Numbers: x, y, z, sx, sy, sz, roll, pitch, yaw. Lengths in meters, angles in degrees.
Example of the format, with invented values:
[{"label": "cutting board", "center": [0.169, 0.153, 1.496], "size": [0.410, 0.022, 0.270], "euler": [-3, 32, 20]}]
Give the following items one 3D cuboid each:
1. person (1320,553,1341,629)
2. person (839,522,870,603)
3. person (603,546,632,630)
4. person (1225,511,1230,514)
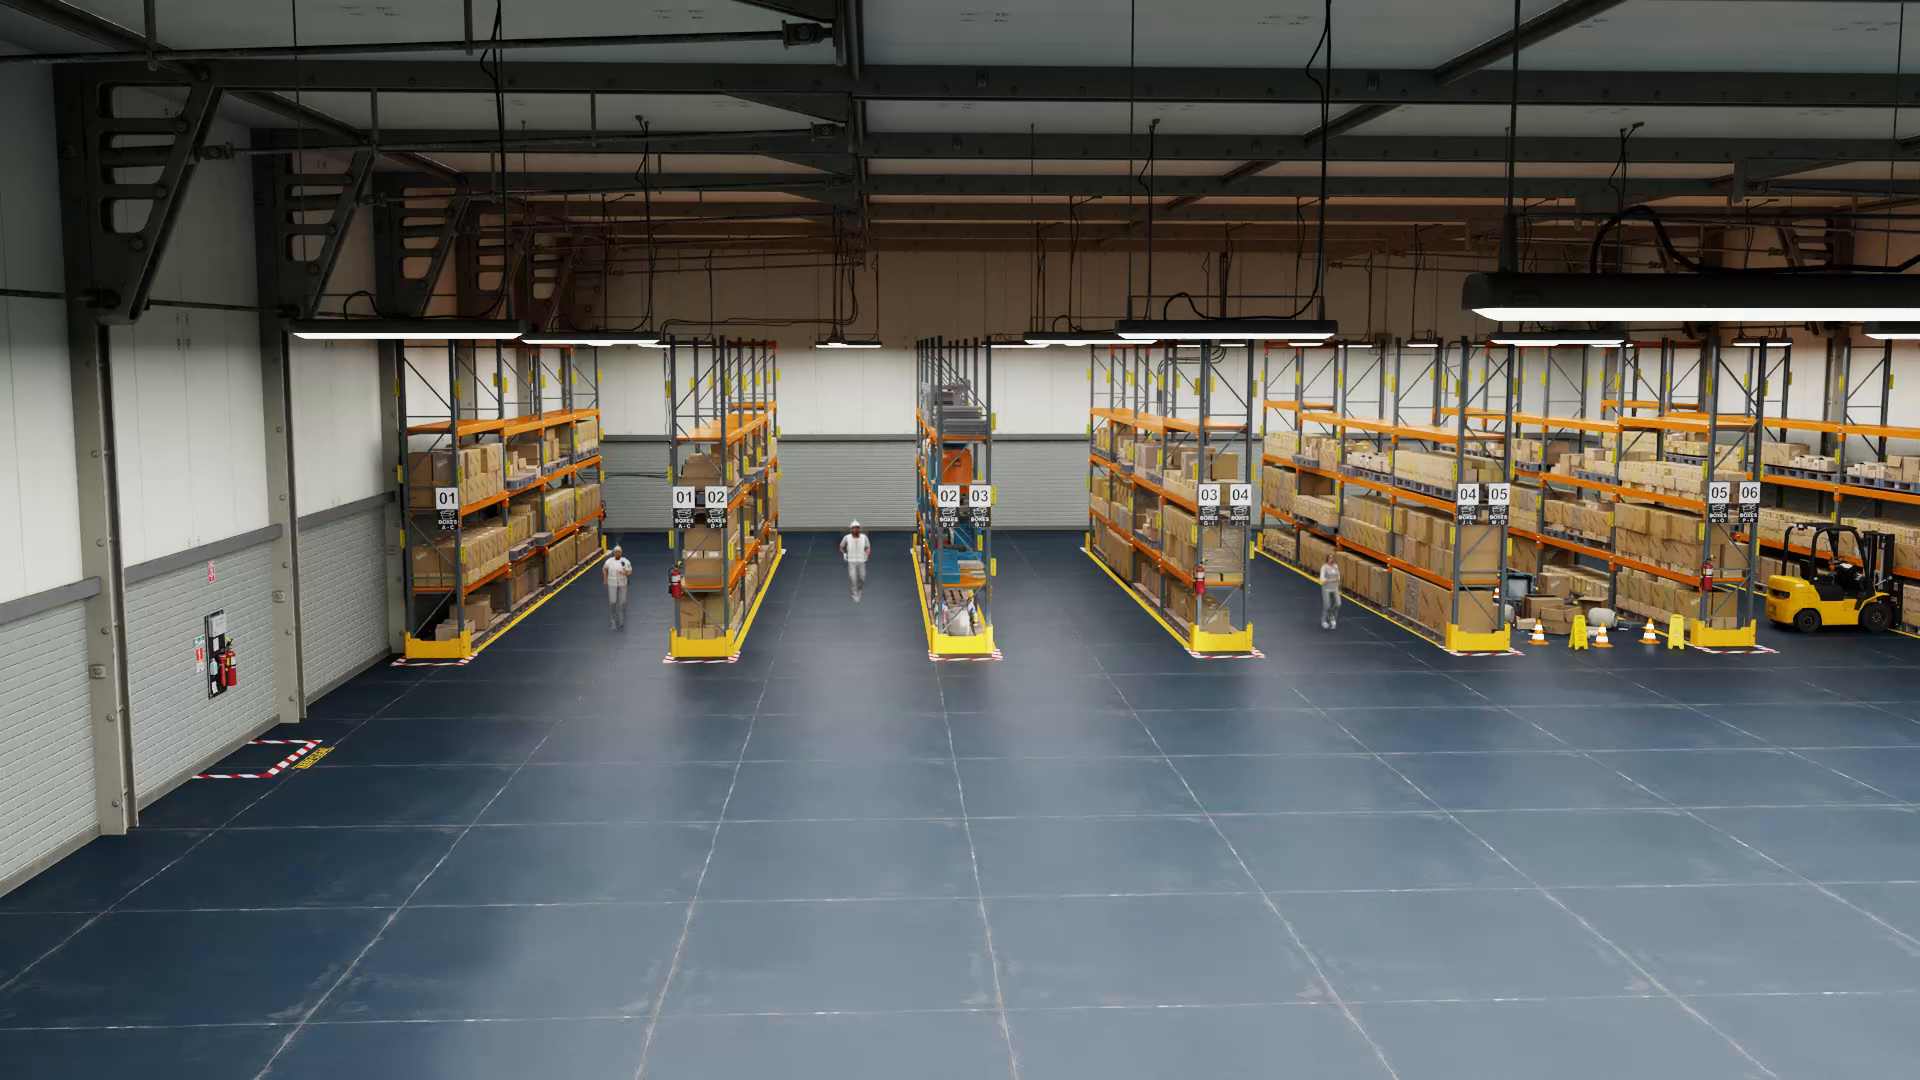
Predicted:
[{"label": "person", "center": [7.632, 1.047, 34.181], "size": [0.510, 1.578, 0.640], "euler": [-1, 7, -10]}, {"label": "person", "center": [-2.264, 0.476, 36.042], "size": [0.685, 1.748, 0.605], "euler": [-2, 7, -13]}, {"label": "person", "center": [-7.097, 0.982, 34.515], "size": [0.582, 1.726, 0.775], "euler": [-2, 7, -14]}, {"label": "person", "center": [7.810, -0.569, 48.725], "size": [0.543, 1.566, 0.705], "euler": [-4, 8, -33]}]
